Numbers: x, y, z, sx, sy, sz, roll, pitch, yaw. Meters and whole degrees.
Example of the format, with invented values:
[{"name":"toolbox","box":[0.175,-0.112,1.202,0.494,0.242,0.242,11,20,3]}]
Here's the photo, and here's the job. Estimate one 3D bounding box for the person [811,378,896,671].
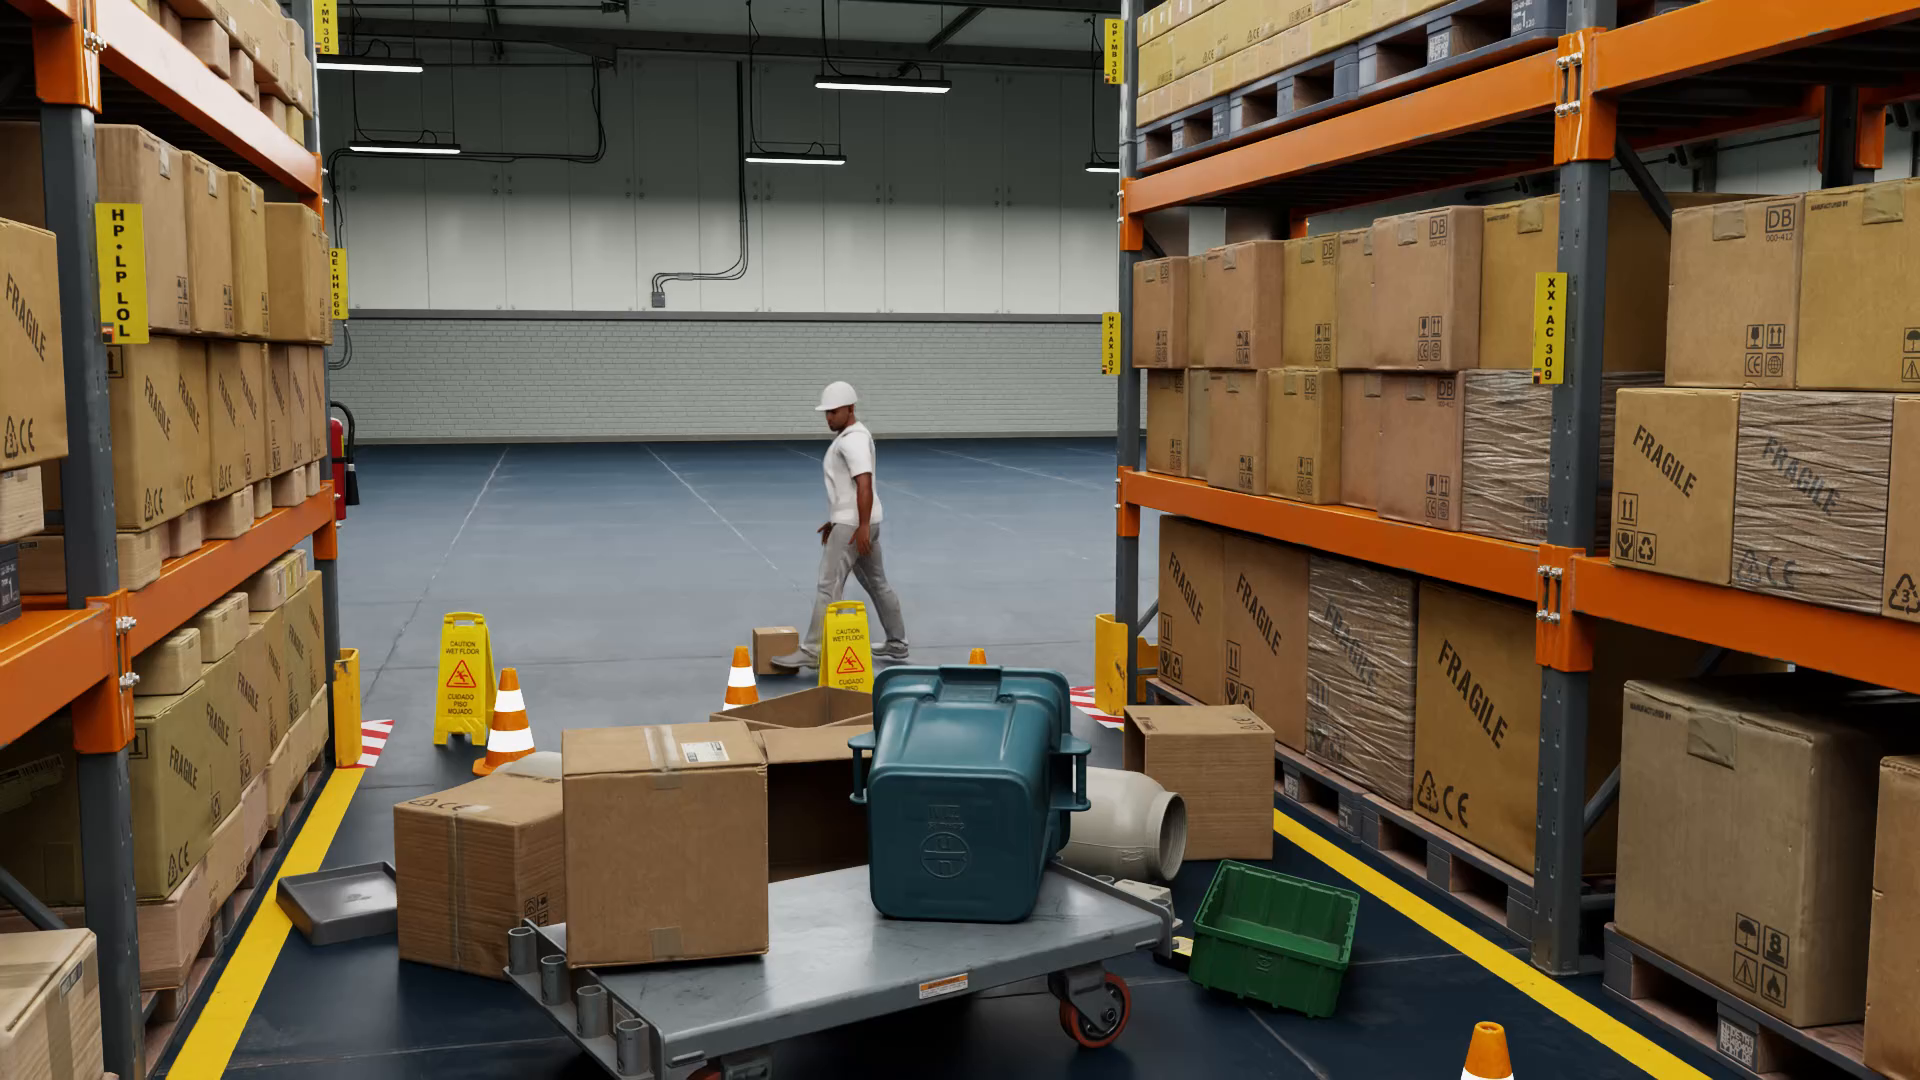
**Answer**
[{"name":"person","box":[-0.652,-0.100,10.201,0.589,1.775,0.662,-2,6,-14]}]
